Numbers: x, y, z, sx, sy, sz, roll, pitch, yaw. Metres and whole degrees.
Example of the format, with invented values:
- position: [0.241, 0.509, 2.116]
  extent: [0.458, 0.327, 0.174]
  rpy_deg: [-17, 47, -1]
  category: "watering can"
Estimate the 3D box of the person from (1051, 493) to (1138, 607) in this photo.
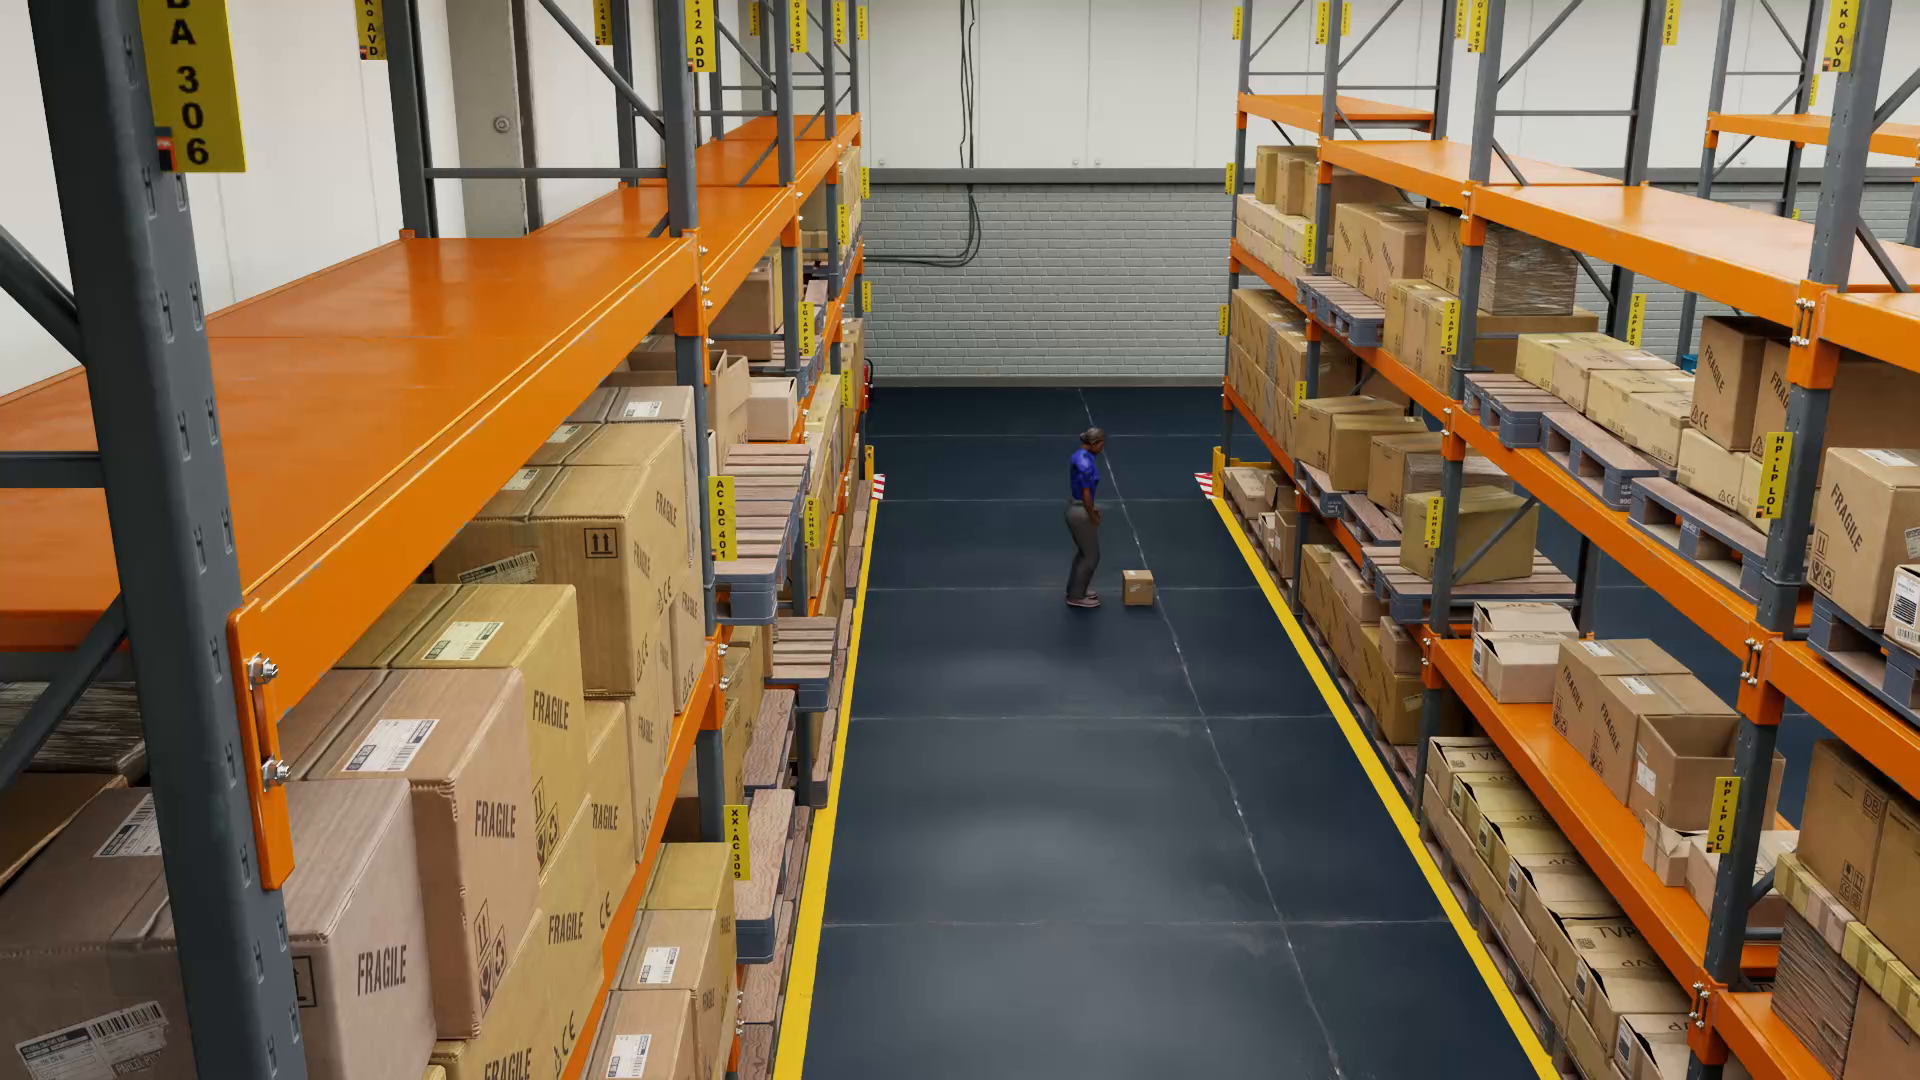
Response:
- position: [1.208, 0.073, 14.961]
  extent: [0.777, 1.001, 0.489]
  rpy_deg: [0, 17, -1]
  category: "person"
